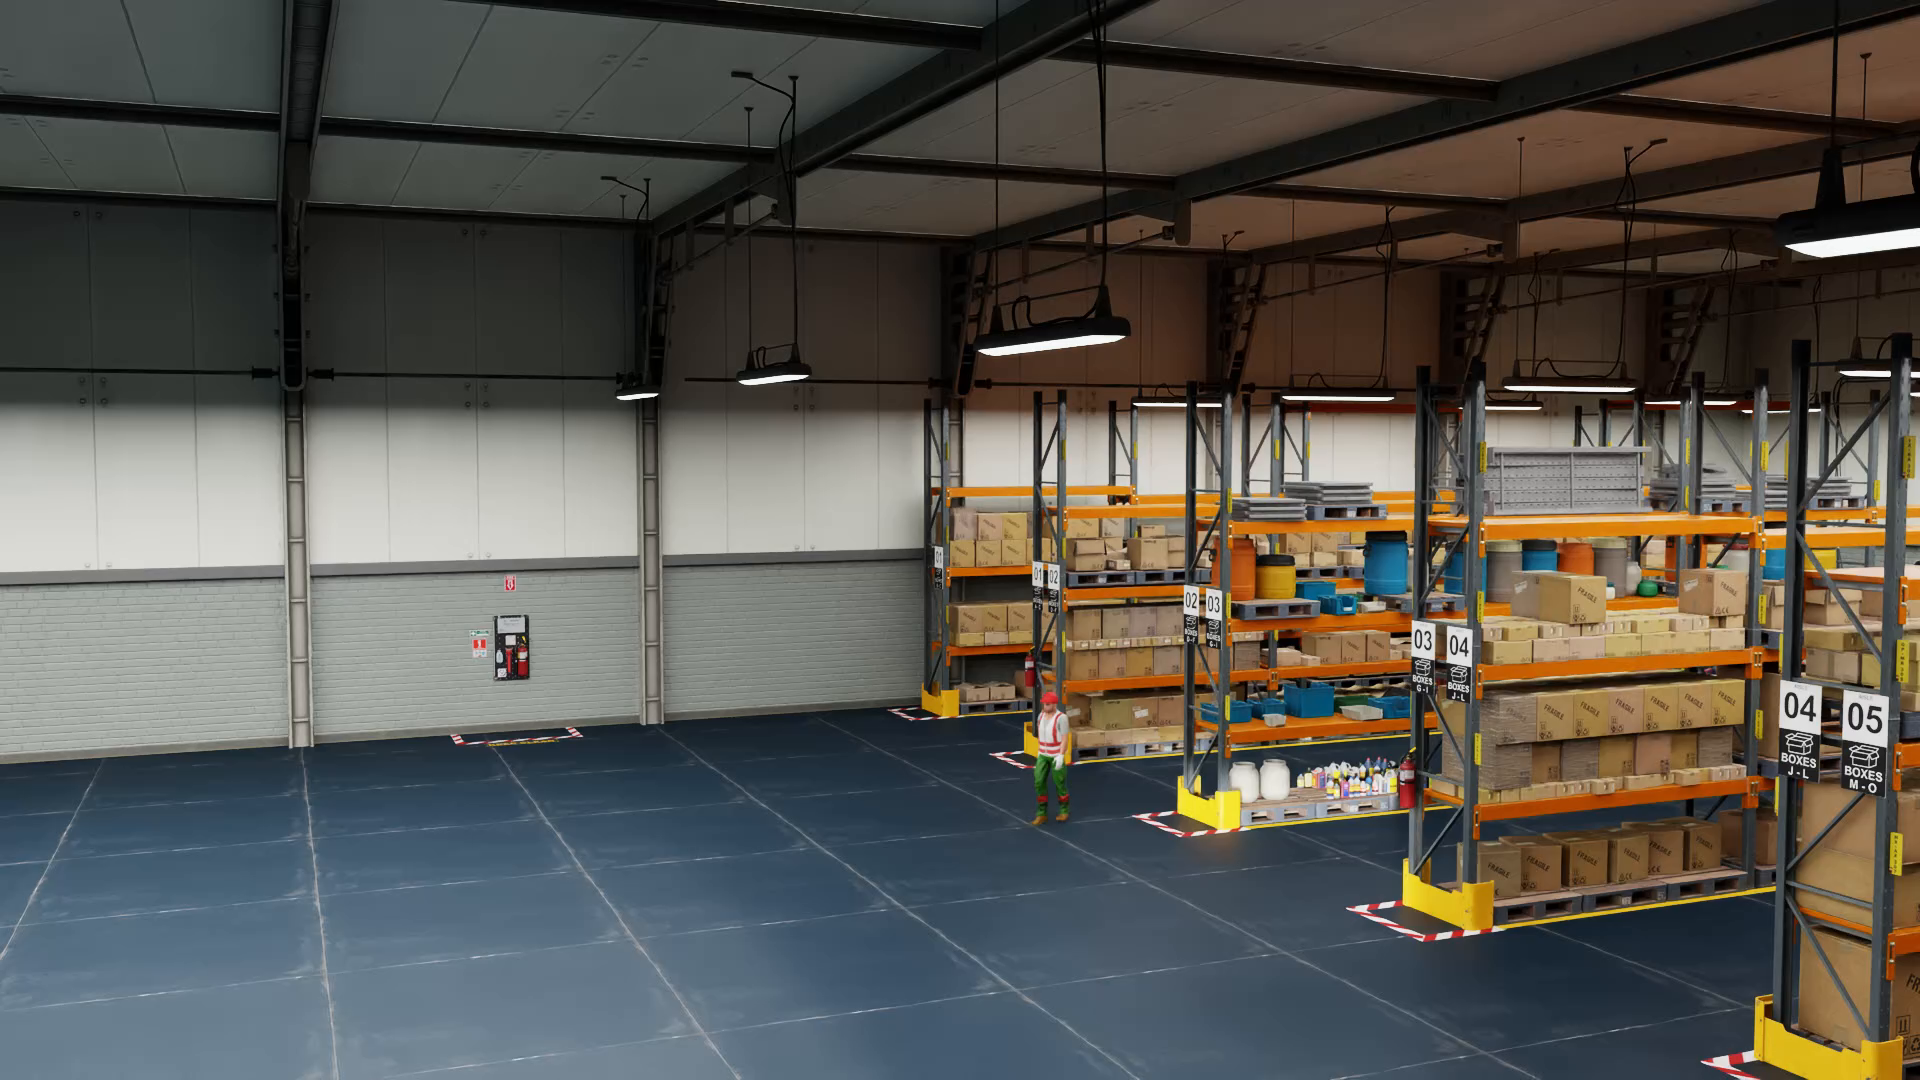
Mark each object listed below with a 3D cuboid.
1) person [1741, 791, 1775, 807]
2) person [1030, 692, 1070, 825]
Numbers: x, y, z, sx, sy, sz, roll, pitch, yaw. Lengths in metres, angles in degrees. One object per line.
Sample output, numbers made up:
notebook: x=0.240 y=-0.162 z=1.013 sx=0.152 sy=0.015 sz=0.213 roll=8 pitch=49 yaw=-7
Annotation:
person: x=10.687 y=3.022 z=22.249 sx=0.689 sy=1.666 sz=0.753 roll=-1 pitch=3 yaw=-14
person: x=1.243 y=2.956 z=22.536 sx=0.593 sy=1.823 sz=0.597 roll=3 pitch=4 yaw=41
